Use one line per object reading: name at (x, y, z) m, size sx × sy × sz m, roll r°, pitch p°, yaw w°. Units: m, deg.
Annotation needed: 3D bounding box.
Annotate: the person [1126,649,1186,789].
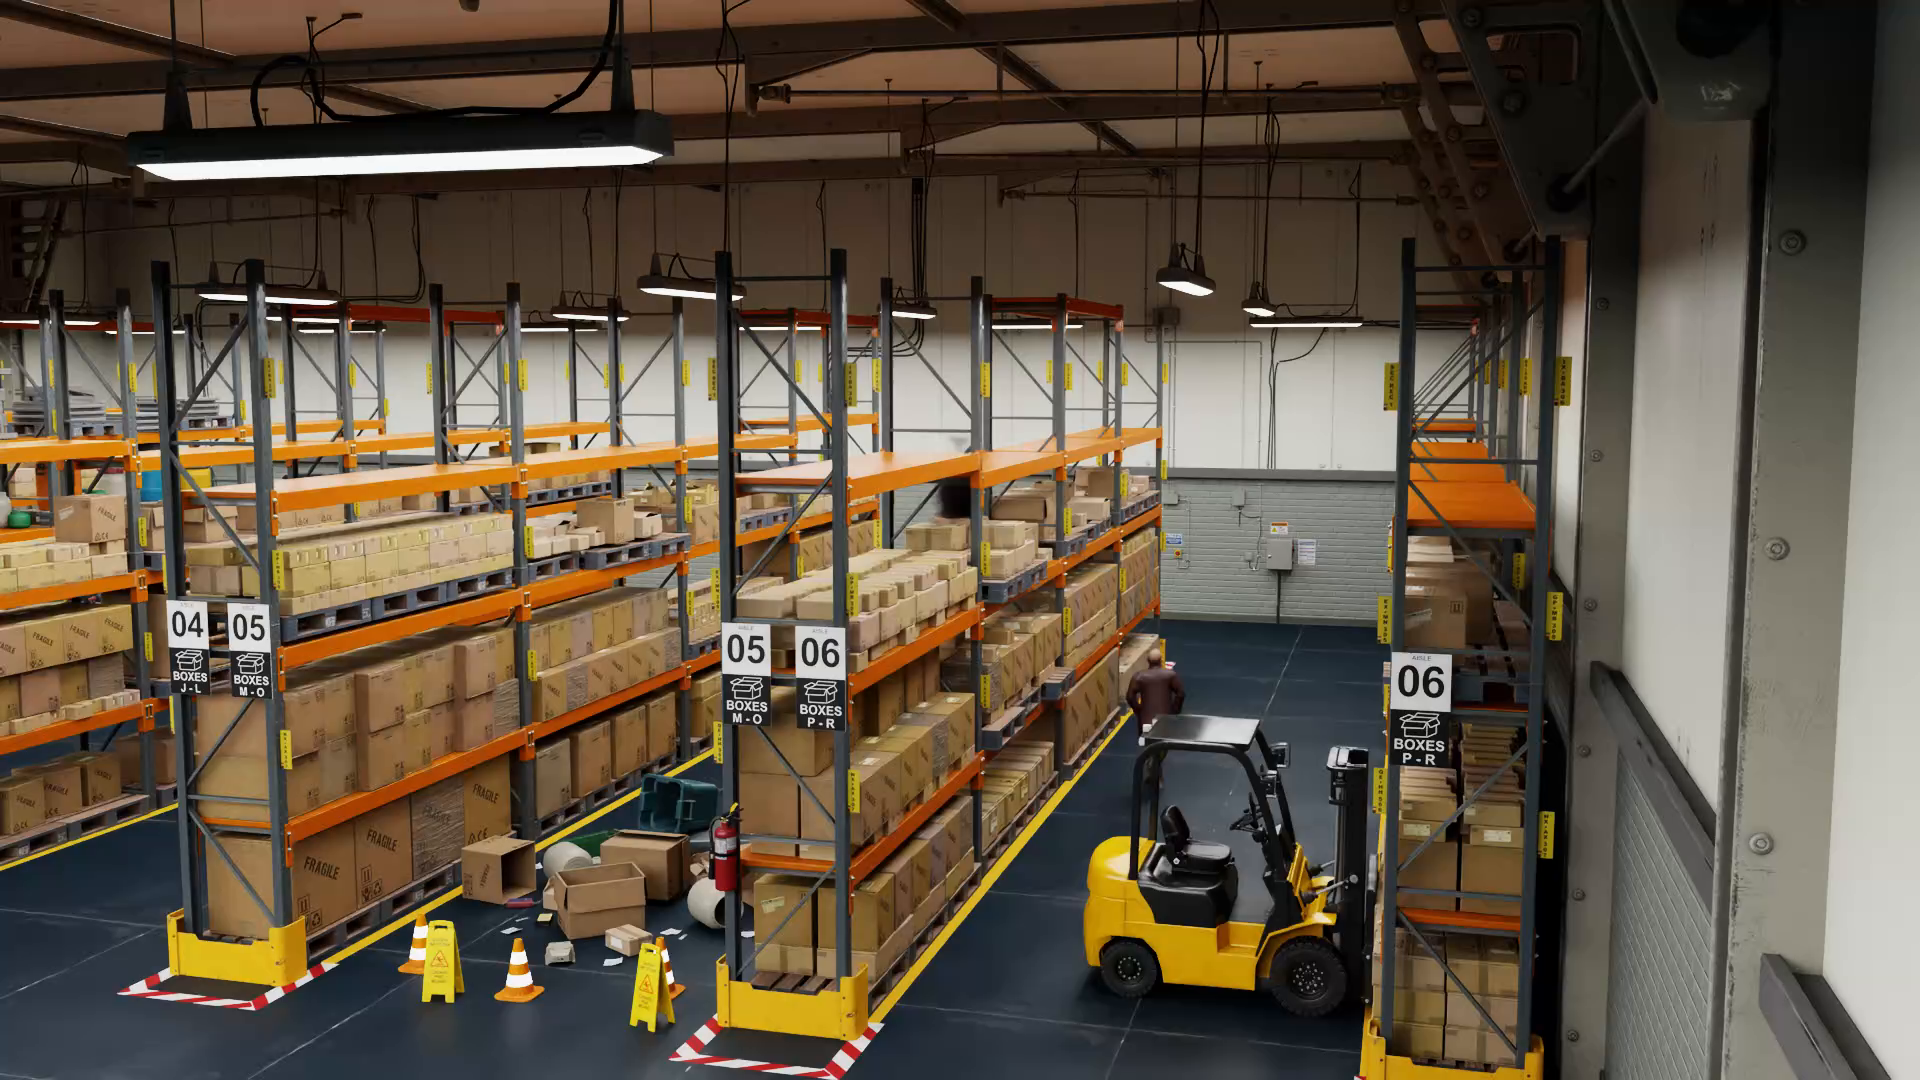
person at (2.370, 2.230, 20.167) m, size 0.714 × 1.650 × 0.638 m, roll 1°, pitch 6°, yaw 13°
